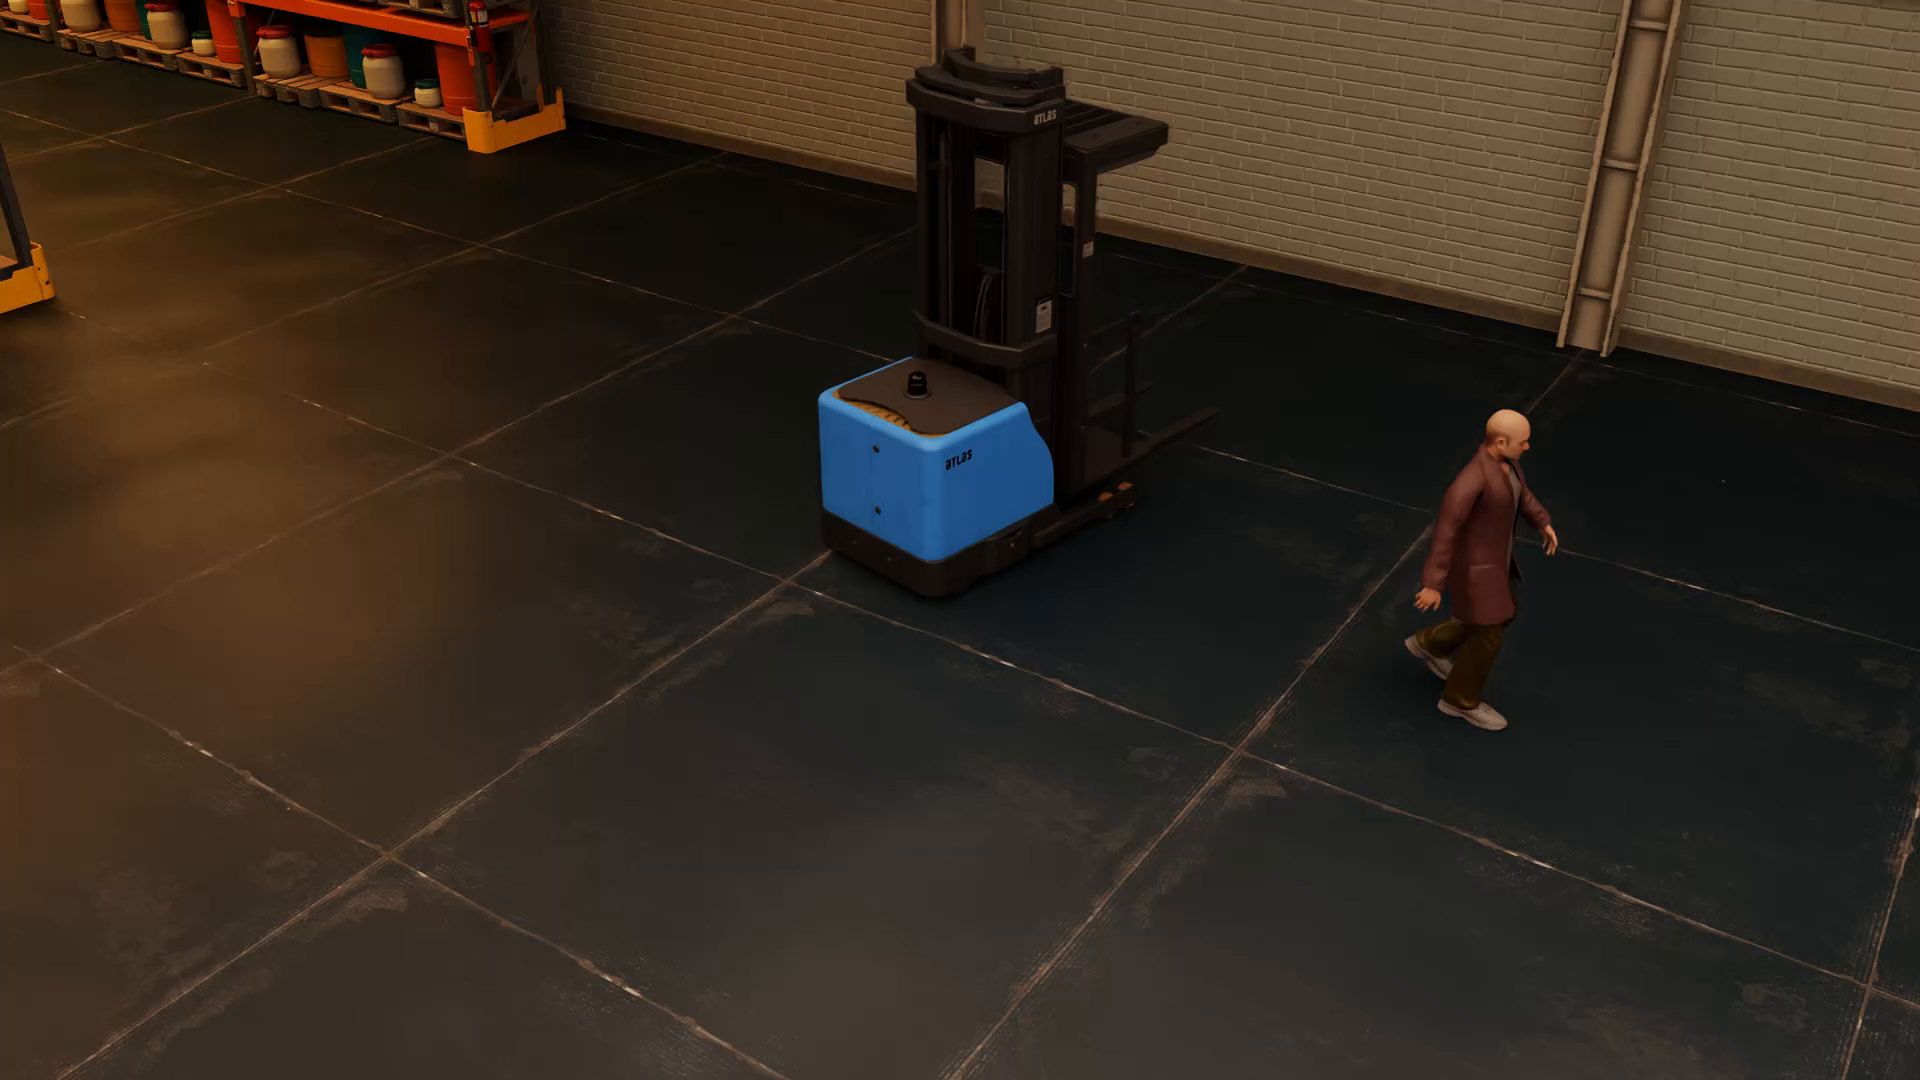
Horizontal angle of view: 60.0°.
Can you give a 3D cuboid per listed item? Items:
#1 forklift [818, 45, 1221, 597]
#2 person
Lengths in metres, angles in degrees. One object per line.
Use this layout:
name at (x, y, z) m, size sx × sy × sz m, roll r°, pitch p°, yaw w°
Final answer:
forklift at (0.532, -1.571, 10.286) m, size 1.130 × 2.935 × 3.031 m, roll 26°, pitch 39°, yaw 37°
person at (2.655, 0.136, 8.546) m, size 0.651 × 1.732 × 0.852 m, roll 16°, pitch 34°, yaw 26°
